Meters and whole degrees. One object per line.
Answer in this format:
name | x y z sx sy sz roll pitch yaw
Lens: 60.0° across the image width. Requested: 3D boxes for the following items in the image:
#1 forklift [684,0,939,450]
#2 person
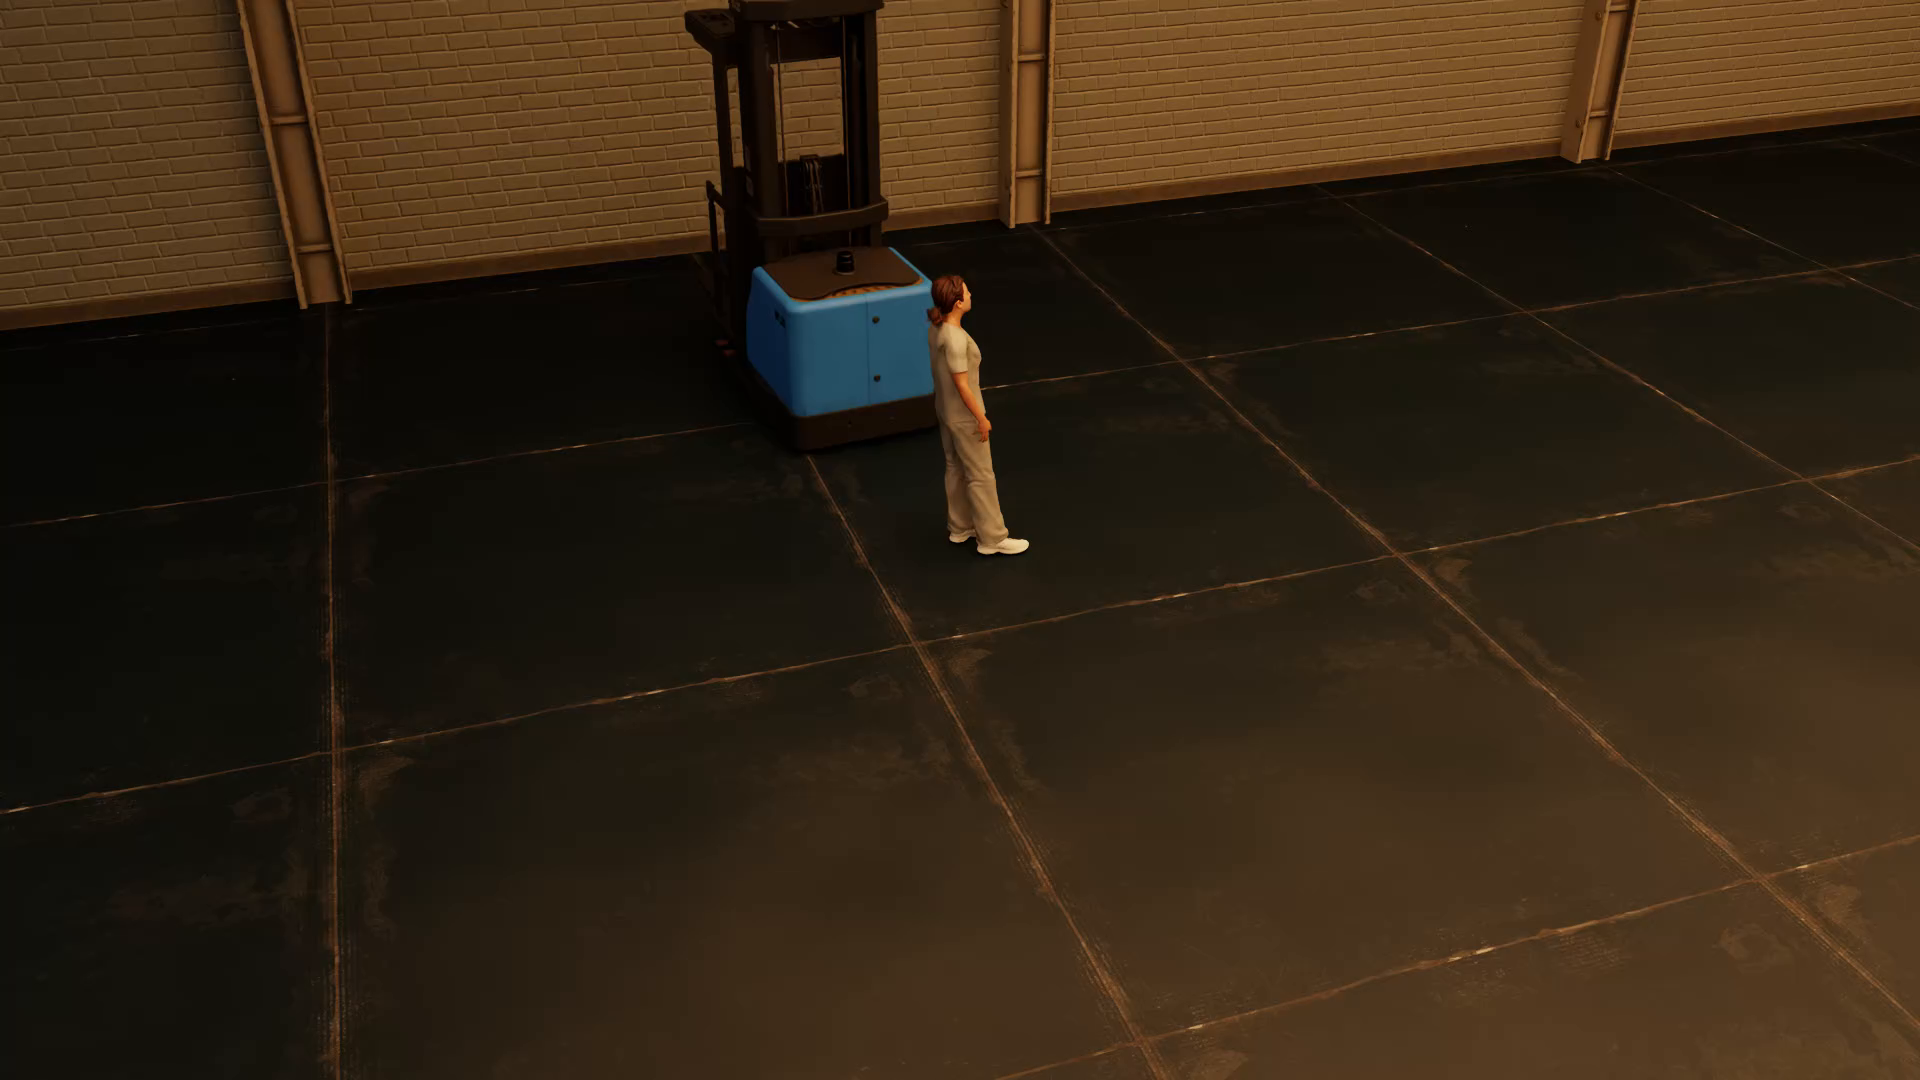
forklift | -1.193 -2.575 11.563 1.130 2.935 3.031 -12 32 -20
person | 0.074 -0.738 9.613 0.549 1.675 0.549 -10 31 -16
